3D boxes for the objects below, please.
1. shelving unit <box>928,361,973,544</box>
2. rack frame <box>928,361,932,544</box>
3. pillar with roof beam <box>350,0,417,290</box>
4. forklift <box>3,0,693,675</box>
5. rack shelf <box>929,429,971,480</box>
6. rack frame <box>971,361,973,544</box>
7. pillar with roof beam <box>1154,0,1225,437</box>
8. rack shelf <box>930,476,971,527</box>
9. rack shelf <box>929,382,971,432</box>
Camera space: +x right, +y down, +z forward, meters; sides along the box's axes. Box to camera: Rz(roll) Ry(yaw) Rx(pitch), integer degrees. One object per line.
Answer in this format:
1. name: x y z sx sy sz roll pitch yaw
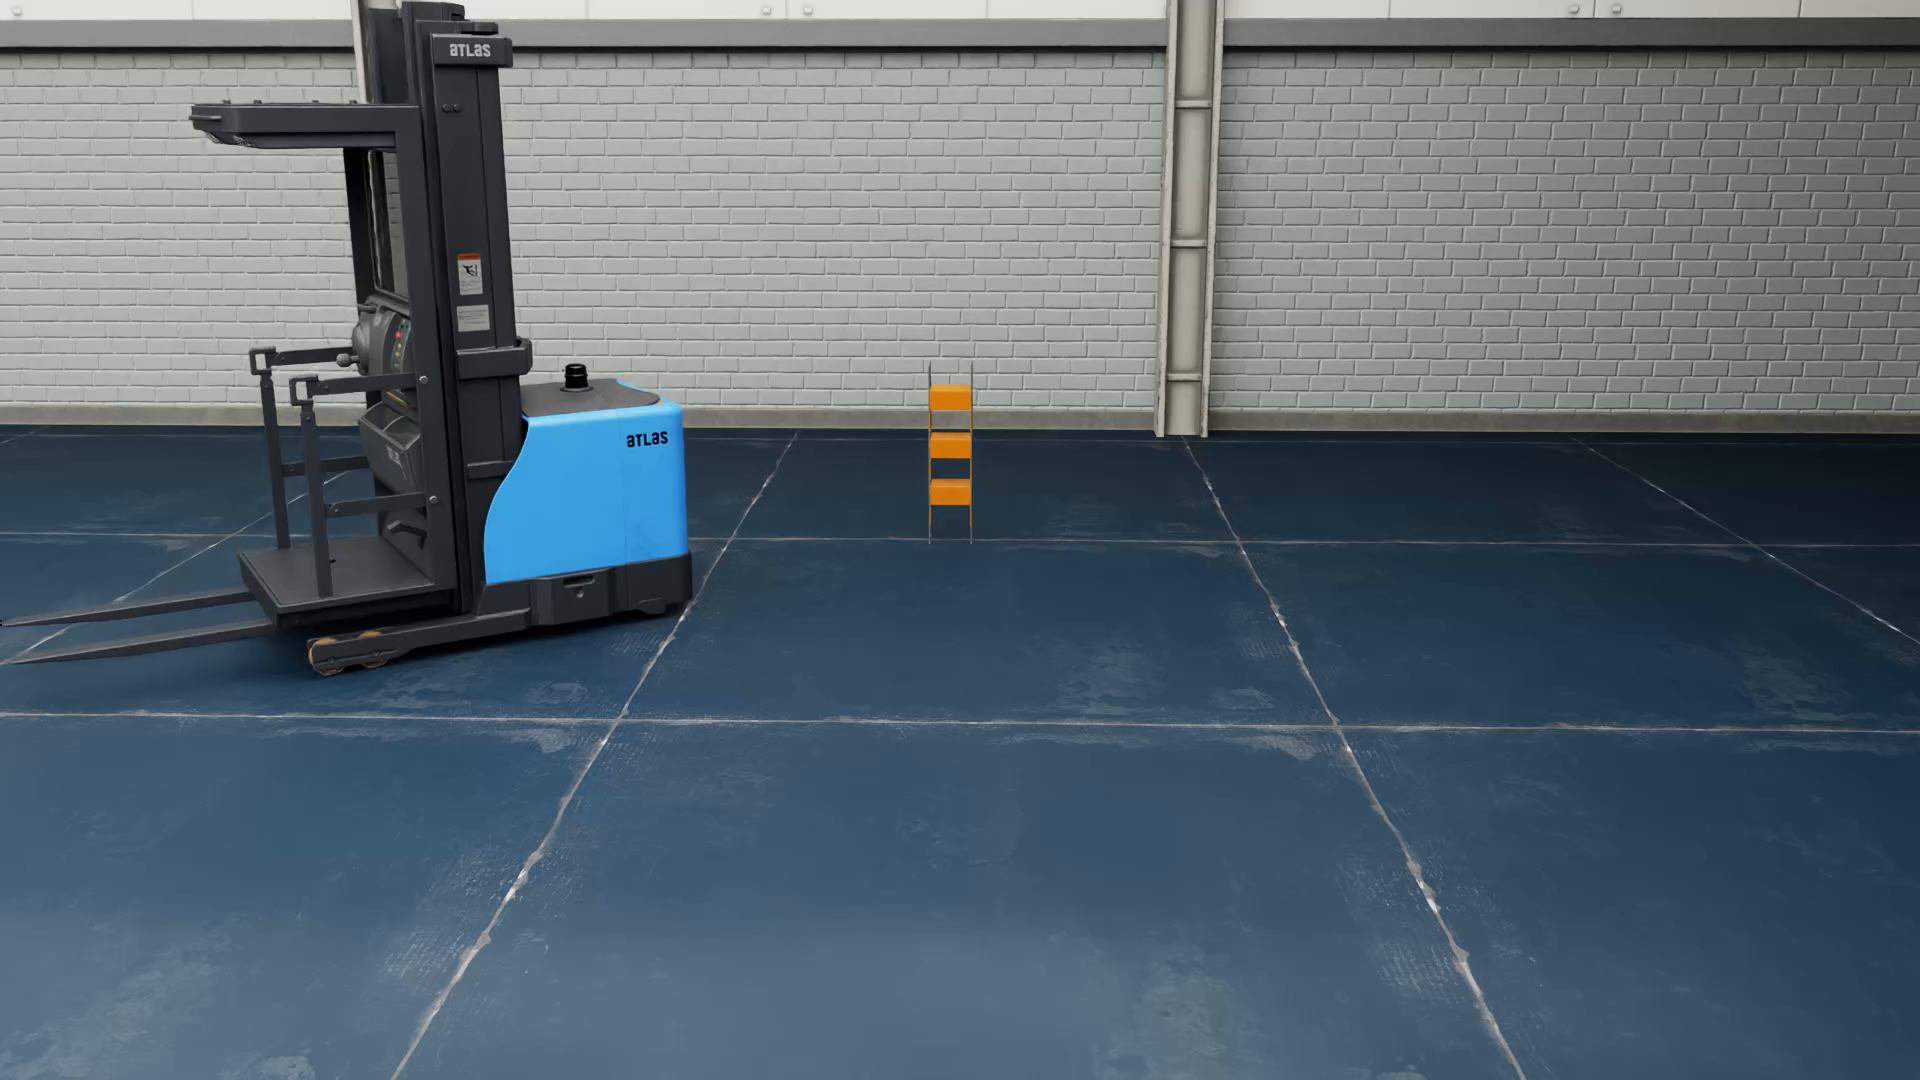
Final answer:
1. shelving unit: -0.053 -0.508 9.707 0.252 1.050 0.215 0 15 1
2. rack frame: -0.175 -0.509 9.710 0.008 1.050 0.200 0 15 1
3. pillar with roof beam: -4.383 -4.129 7.849 0.400 9.000 9.100 0 15 1
4. forklift: -2.882 -0.959 7.728 3.031 2.935 1.130 -9 17 -31
5. rack shelf: -0.053 -0.498 9.710 0.240 0.259 0.215 0 15 1
6. rack frame: 0.068 -0.507 9.704 0.008 1.050 0.200 0 15 1
7. pillar with roof beam: 1.615 -4.090 7.701 0.400 9.000 9.100 0 15 1
8. rack shelf: -0.053 -0.229 9.781 0.240 0.259 0.215 0 15 1
9. rack shelf: -0.053 -0.772 9.638 0.240 0.259 0.215 0 15 1
